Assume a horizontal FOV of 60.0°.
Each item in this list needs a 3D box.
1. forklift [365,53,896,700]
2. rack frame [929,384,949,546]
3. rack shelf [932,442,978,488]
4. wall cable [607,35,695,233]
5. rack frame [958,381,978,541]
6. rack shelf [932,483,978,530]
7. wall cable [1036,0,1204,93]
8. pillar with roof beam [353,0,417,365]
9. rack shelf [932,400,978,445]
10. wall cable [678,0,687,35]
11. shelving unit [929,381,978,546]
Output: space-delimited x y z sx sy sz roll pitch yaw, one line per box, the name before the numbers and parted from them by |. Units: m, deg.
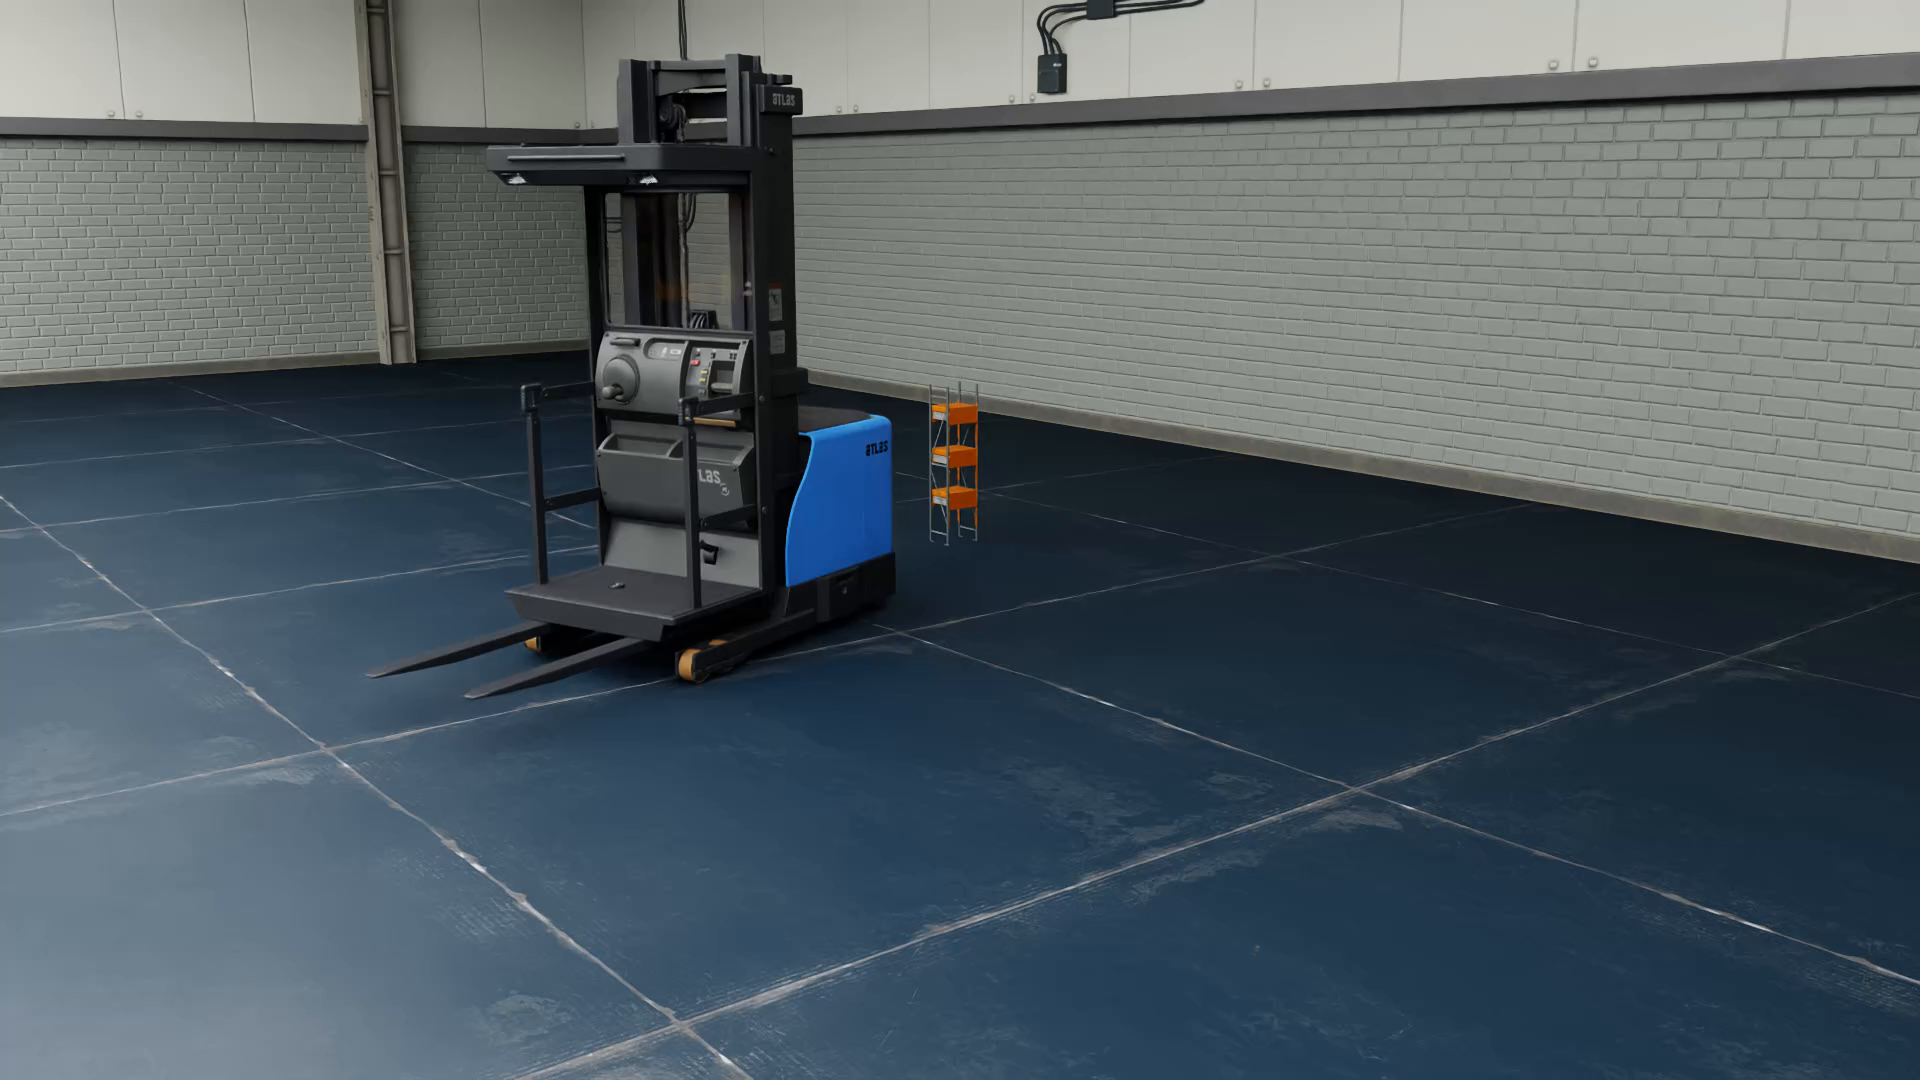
forklift | -1.547 -0.861 8.125 1.130 2.935 3.031 7 14 30
rack frame | -0.137 -0.491 10.912 0.008 1.050 0.200 -9 15 -38
rack shelf | -0.042 -0.496 10.989 0.240 0.259 0.215 -9 15 -38
wall cable | -4.423 -5.434 22.528 0.112 2.526 3.097 -9 15 -38
rack frame | 0.053 -0.522 11.062 0.008 1.050 0.200 -9 15 -38
rack shelf | -0.042 -0.224 11.047 0.240 0.259 0.215 -9 15 -38
wall cable | 1.495 -7.074 14.591 0.169 6.003 2.305 -9 15 -38
pillar with roof beam | -4.860 -6.086 18.127 0.400 9.000 9.100 -9 15 -38
rack shelf | -0.042 -0.774 10.930 0.240 0.259 0.215 -9 15 -38
wall cable | -2.733 -7.465 19.937 0.112 2.526 3.097 -9 15 -38
shelving unit | -0.042 -0.507 10.987 0.252 1.050 0.215 -9 15 -38
